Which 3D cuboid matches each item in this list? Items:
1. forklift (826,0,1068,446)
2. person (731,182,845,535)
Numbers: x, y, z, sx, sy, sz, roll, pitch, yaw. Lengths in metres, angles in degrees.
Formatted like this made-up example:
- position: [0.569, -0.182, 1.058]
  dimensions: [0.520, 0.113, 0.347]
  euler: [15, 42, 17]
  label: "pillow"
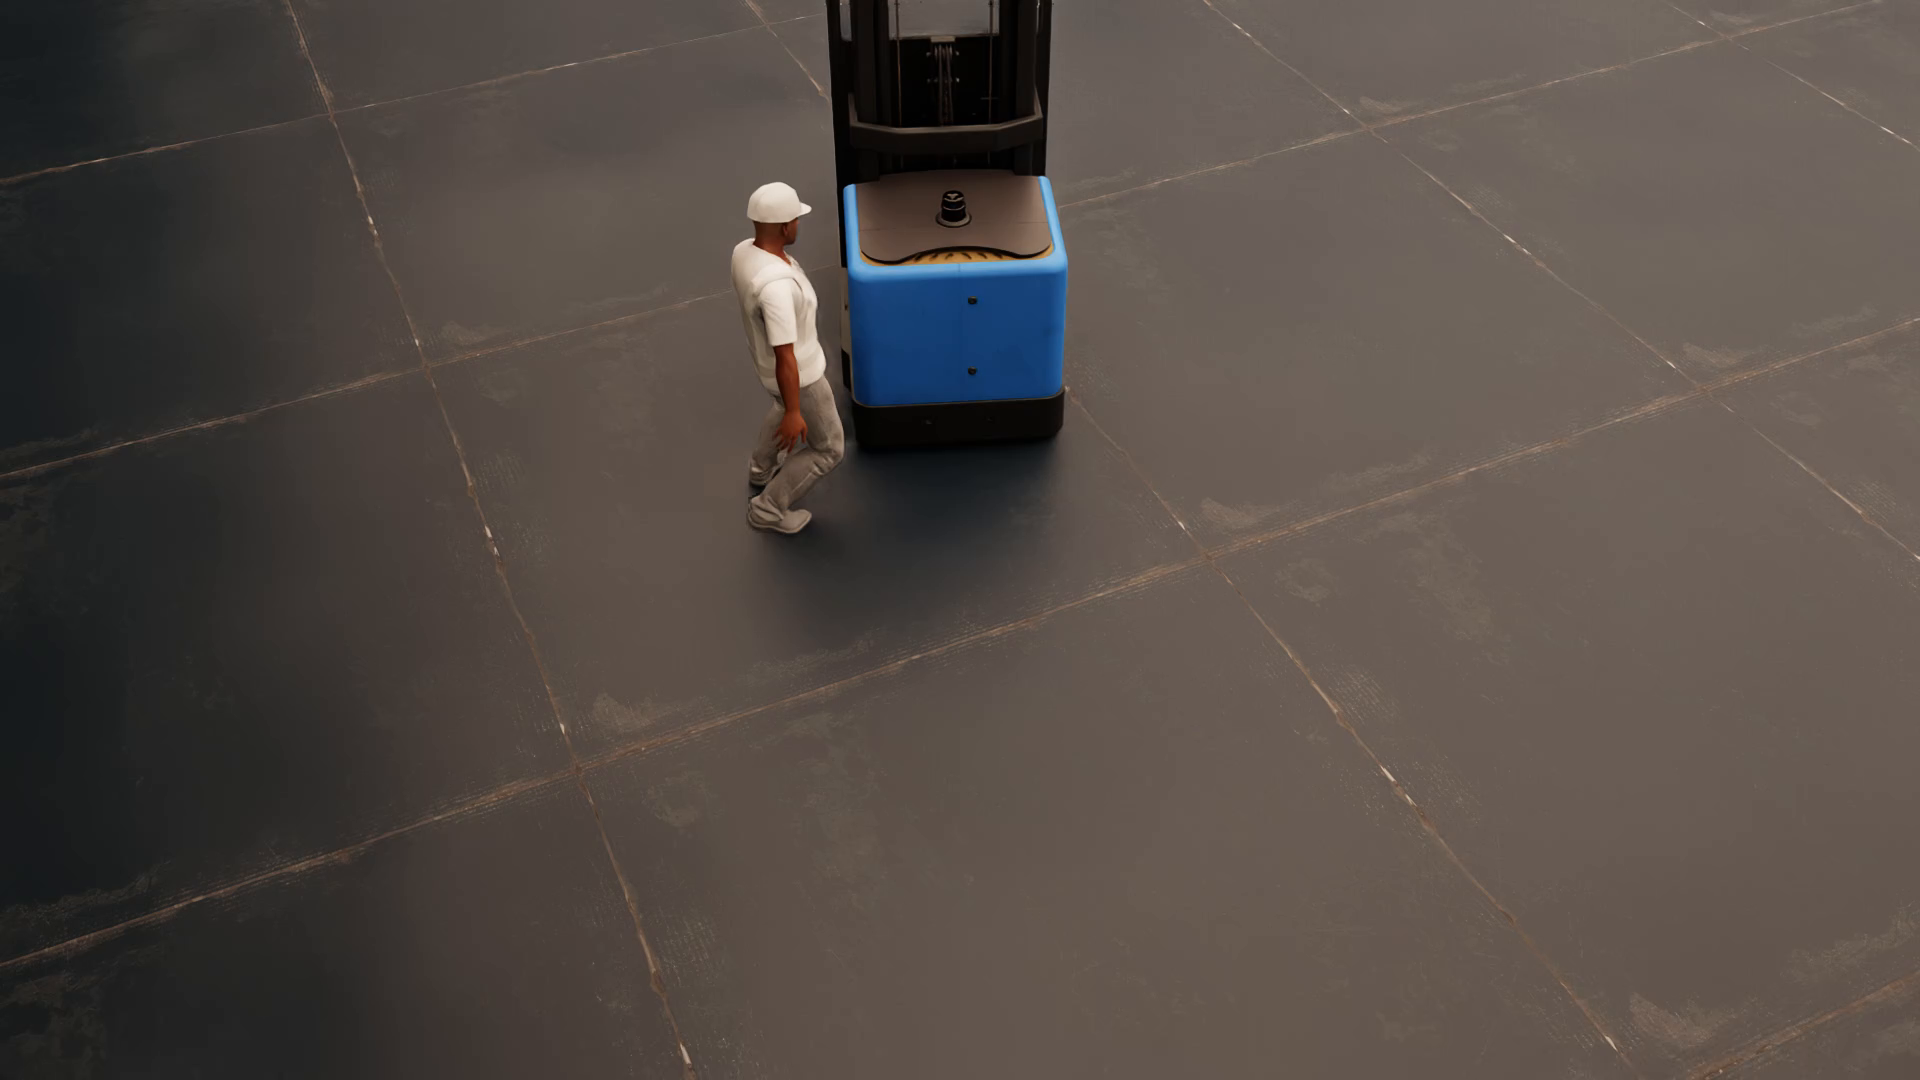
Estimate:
- position: [-0.121, -2.539, 8.400]
  dimensions: [1.130, 2.935, 3.031]
  euler: [-3, 43, -3]
  label: "forklift"
- position: [-0.806, -0.775, 7.430]
  dimensions: [0.492, 1.683, 0.934]
  euler: [-12, 44, -13]
  label: "person"
